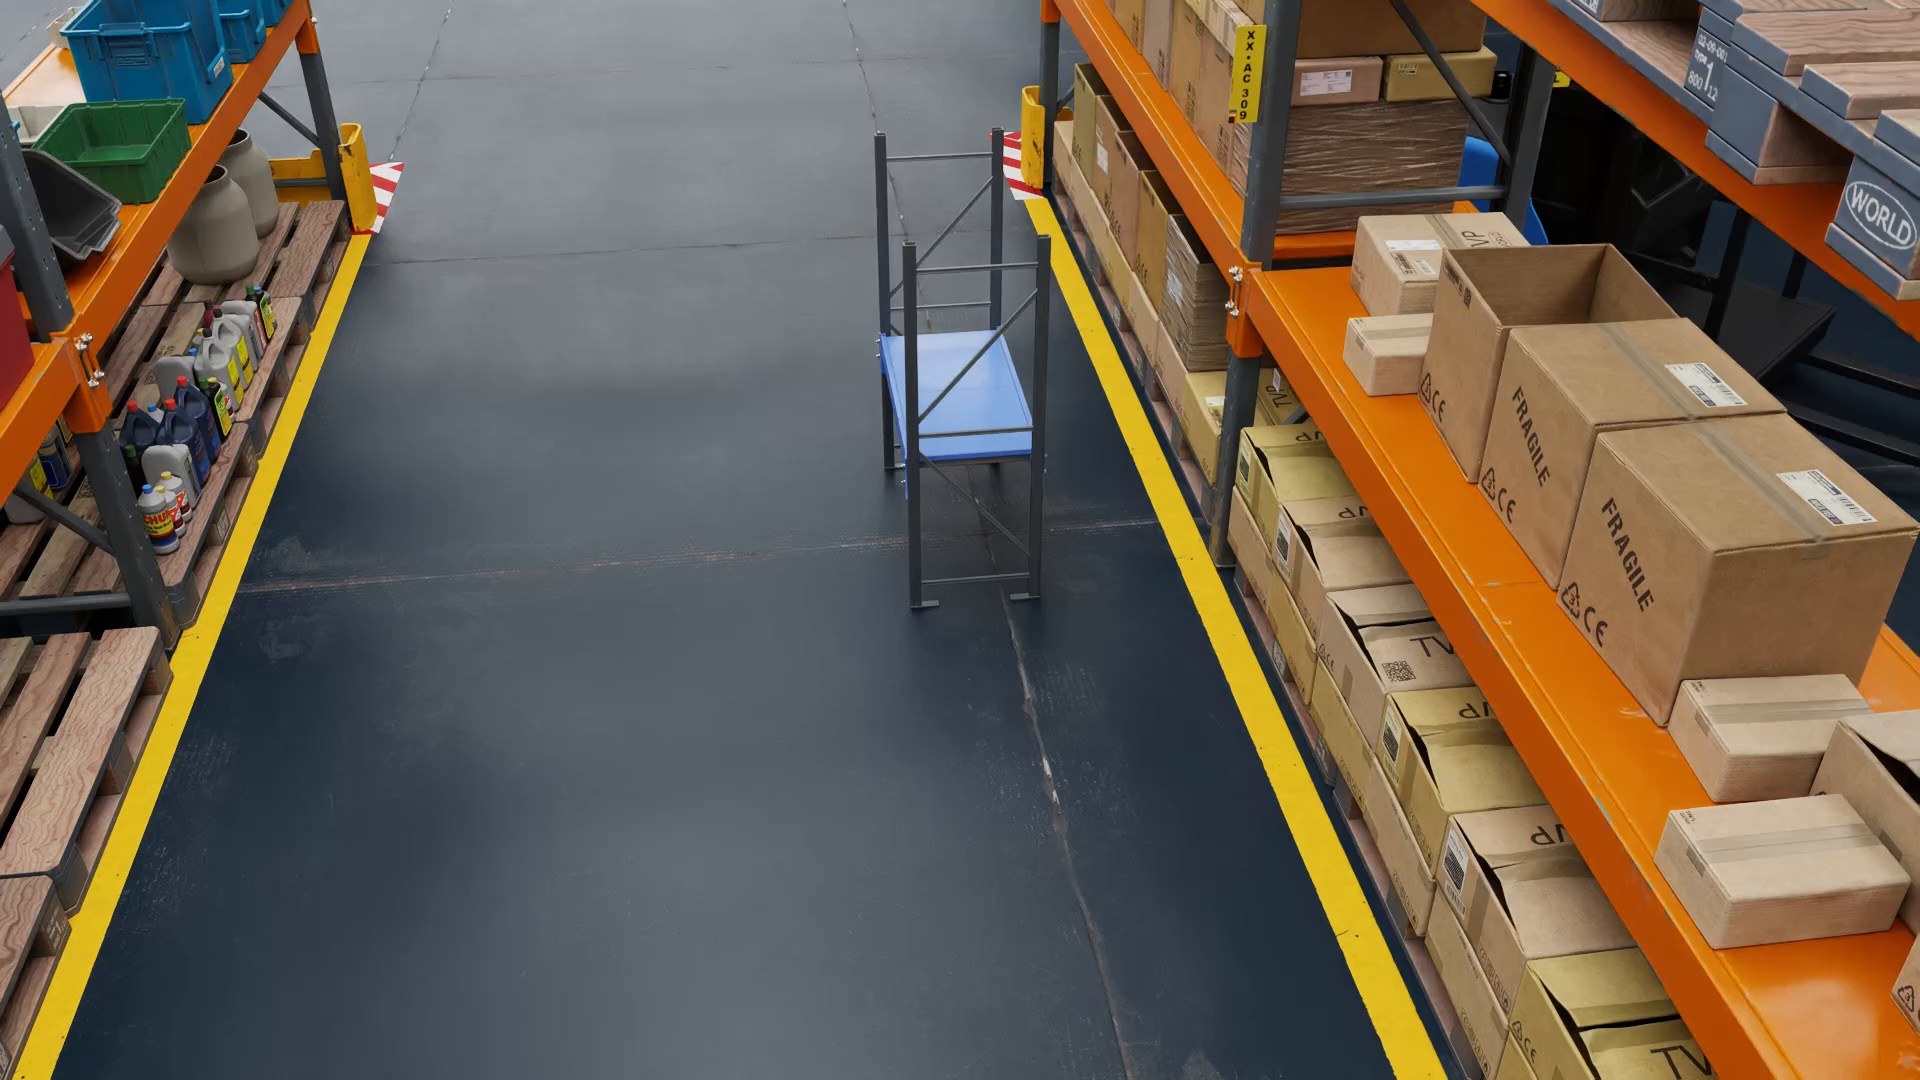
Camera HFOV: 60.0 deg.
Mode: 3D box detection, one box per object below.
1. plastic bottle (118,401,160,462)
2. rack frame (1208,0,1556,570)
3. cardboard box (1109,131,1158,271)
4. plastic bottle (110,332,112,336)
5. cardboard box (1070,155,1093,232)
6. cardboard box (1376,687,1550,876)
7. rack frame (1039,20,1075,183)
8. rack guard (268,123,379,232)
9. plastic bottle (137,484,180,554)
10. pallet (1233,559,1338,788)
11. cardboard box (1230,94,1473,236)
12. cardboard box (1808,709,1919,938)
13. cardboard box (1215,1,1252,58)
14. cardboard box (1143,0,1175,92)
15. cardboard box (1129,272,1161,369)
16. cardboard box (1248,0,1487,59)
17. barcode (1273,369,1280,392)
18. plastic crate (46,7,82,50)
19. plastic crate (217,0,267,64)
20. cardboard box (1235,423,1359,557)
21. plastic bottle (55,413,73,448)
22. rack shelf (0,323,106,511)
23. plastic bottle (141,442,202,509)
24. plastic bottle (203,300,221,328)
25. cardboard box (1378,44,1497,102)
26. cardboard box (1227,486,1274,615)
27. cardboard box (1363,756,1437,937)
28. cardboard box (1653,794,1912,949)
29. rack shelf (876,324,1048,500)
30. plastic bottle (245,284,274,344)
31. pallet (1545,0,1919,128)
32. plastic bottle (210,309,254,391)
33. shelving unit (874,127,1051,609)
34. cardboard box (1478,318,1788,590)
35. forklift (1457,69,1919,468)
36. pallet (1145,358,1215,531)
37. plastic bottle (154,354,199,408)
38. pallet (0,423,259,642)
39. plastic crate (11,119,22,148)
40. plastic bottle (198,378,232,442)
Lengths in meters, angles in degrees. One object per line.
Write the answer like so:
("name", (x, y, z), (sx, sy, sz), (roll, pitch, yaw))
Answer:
("plastic bottle", (-3.249, -0.378, 6.603), (0.144, 0.351, 0.185), (-4, 35, -6))
("rack frame", (1.500, -1.193, 5.838), (1.000, 3.000, 0.127), (-4, 35, -6))
("cardboard box", (1.013, -1.619, 7.865), (0.500, 0.500, 0.500), (-4, 35, -6))
("plastic bottle", (-4.012, -1.071, 7.691), (0.097, 0.271, 0.097), (0, 34, 0))
("cardboard box", (0.885, -1.868, 8.896), (0.500, 0.250, 0.500), (-4, 35, -6))
("cardboard box", (1.517, 0.645, 4.711), (0.500, 0.311, 0.500), (-3, 34, -5))
("rack frame", (0.962, -3.426, 9.113), (1.000, 3.000, 0.127), (-4, 35, -6))
("rack guard", (-3.890, -1.981, 9.212), (1.175, 0.500, 0.348), (-4, 35, -6))
("plastic bottle", (-3.017, -0.086, 6.244), (0.097, 0.271, 0.097), (0, 34, 0))
("pallet", (1.638, 0.367, 6.024), (1.003, 0.211, 1.213), (-4, 35, -6))
("cardboard box", (1.434, -1.482, 6.172), (0.700, 0.500, 0.500), (-5, 35, -8))
("cardboard box", (2.110, 0.562, 3.341), (0.500, 0.311, 0.500), (-5, 35, -7))
("cardboard box", (1.182, -1.922, 6.242), (0.380, 0.149, 0.250), (-5, 35, -8))
("cardboard box", (1.223, -2.342, 7.434), (0.700, 0.500, 0.500), (-3, 34, -5))
("cardboard box", (1.082, -1.031, 7.667), (0.500, 0.250, 0.500), (-4, 35, -6))
("cardboard box", (1.434, -2.018, 5.807), (0.700, 0.500, 0.500), (-4, 34, -6))
("barcode", (1.122, -0.565, 5.892), (0.001, 0.075, 0.075), (-4, 35, -6))
("plastic crate", (-4.145, -2.420, 7.871), (0.298, 0.136, 0.250), (-4, 35, -6))
("plastic crate", (-3.501, -2.372, 7.698), (0.499, 0.251, 0.408), (-4, 35, -6))
("cardboard box", (1.309, -0.213, 5.970), (0.500, 0.311, 0.500), (-4, 35, -6))
("plastic bottle", (-3.752, -0.527, 6.881), (0.061, 0.283, 0.133), (-4, 35, -6))
("rack shelf", (-3.140, 0.593, 3.855), (1.077, 0.370, 4.000), (-4, 35, -6))
("plastic bottle", (-3.088, -0.266, 6.505), (0.152, 0.276, 0.135), (-3, 34, -5))
("plastic bottle", (-3.364, -0.969, 7.530), (0.061, 0.283, 0.133), (-4, 35, -6))
("cardboard box", (1.656, -1.667, 5.868), (0.380, 0.149, 0.250), (-4, 35, -6))
("cardboard box", (1.309, 0.013, 6.136), (0.500, 0.250, 0.500), (-5, 35, -8))
("cardboard box", (1.516, 0.871, 4.877), (0.500, 0.250, 0.500), (-4, 34, -5))
("cardboard box", (1.643, 0.662, 3.339), (0.380, 0.149, 0.250), (-4, 35, -6))
("rack shelf", (-0.011, -0.519, 6.499), (0.538, 0.185, 1.000), (-4, 35, -6))
("plastic bottle", (-3.231, -1.056, 7.658), (0.061, 0.283, 0.133), (-4, 34, -5))
("pallet", (1.705, -1.119, 3.232), (1.003, 0.211, 1.213), (-3, 34, -4))
("plastic bottle", (-3.214, -0.836, 7.274), (0.144, 0.351, 0.185), (-3, 34, -4))
("shelving unit", (-0.011, -0.667, 6.397), (0.538, 1.500, 1.048), (-4, 35, -6))
("cardboard box", (1.726, -0.231, 4.337), (0.500, 0.500, 0.500), (-4, 35, -6))
("forklift", (3.346, -1.951, 7.010), (3.031, 2.935, 1.130), (28, 43, 35))
("pallet", (1.435, -0.488, 7.279), (1.003, 0.211, 1.213), (-4, 35, -6))
("plastic bottle", (-3.332, -0.676, 7.106), (0.152, 0.276, 0.135), (-4, 35, -6))
("pallet", (-3.458, -0.046, 6.630), (1.003, 0.211, 1.213), (-4, 35, -6))
("plastic crate", (-3.826, -1.356, 6.208), (0.499, 0.251, 0.616), (-4, 35, -6))
("plastic bottle", (-3.112, -0.562, 6.933), (0.061, 0.283, 0.133), (-3, 34, -4))
